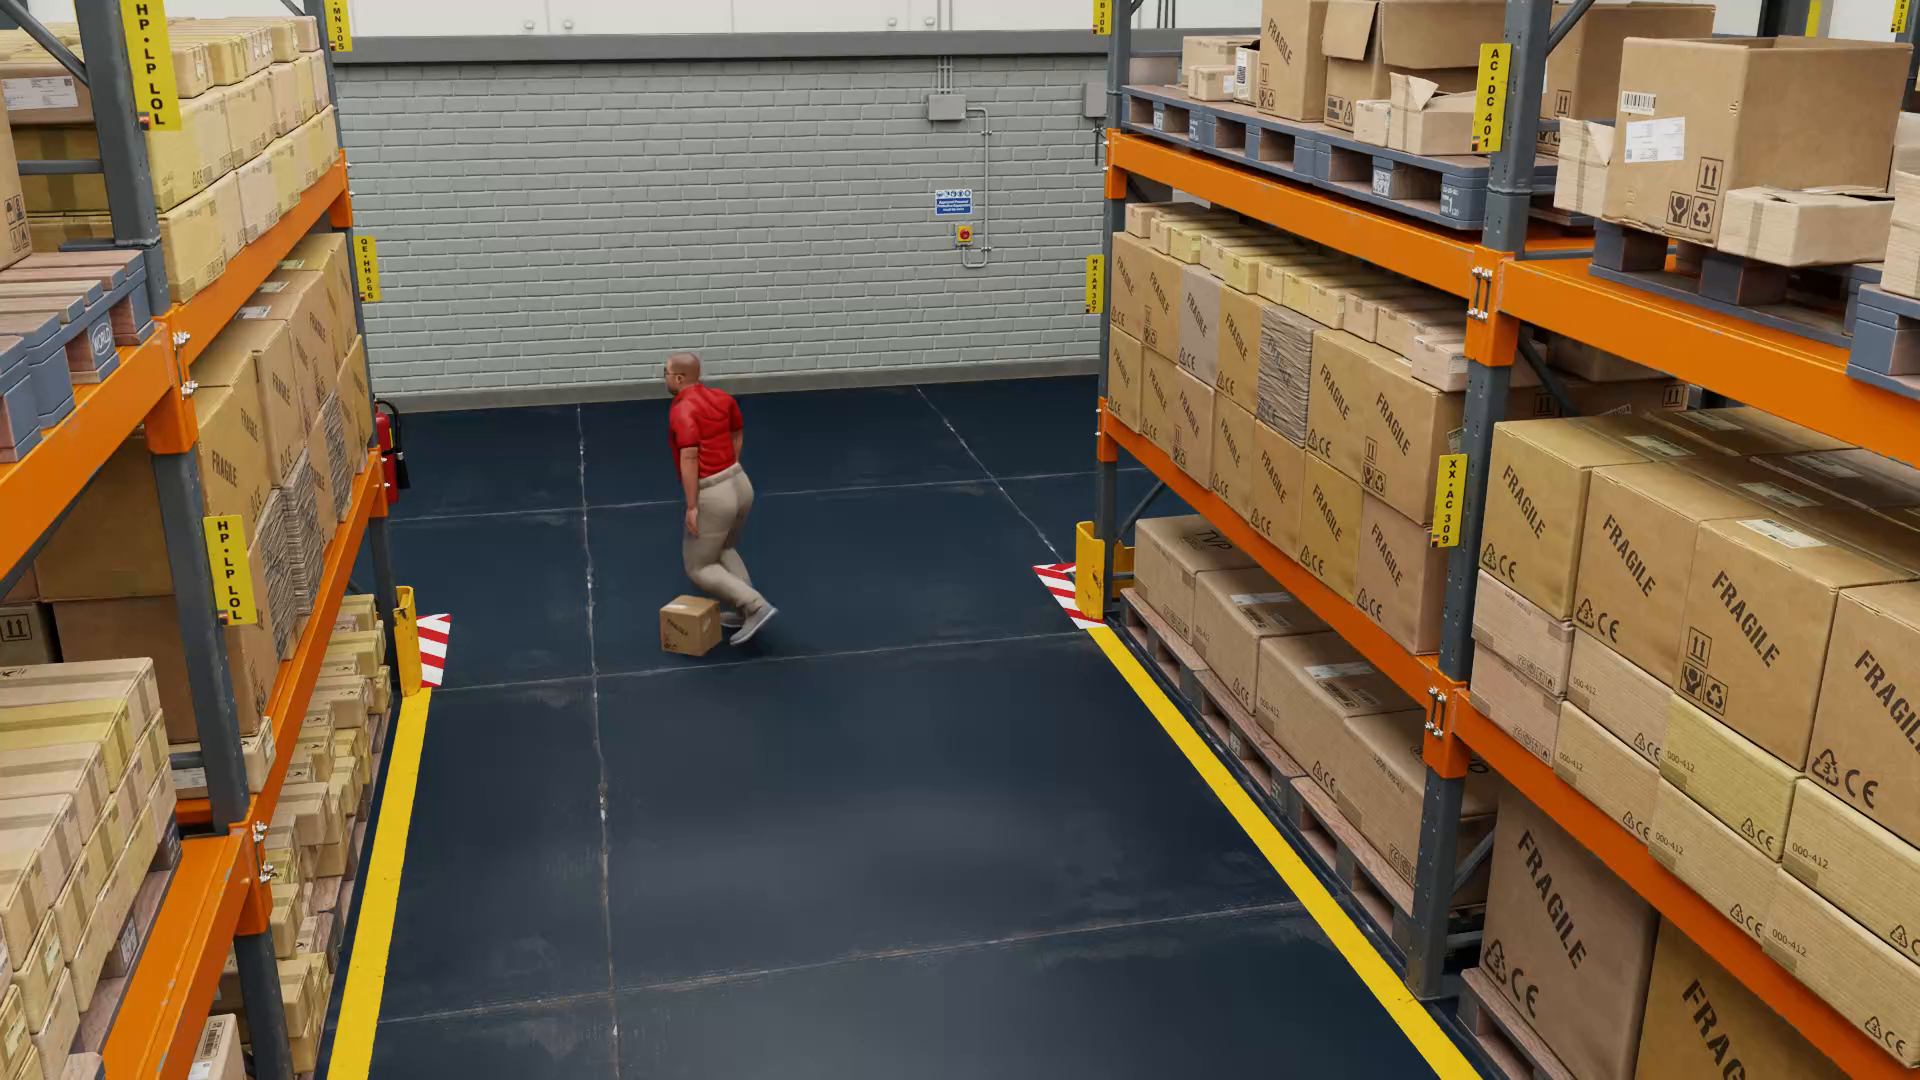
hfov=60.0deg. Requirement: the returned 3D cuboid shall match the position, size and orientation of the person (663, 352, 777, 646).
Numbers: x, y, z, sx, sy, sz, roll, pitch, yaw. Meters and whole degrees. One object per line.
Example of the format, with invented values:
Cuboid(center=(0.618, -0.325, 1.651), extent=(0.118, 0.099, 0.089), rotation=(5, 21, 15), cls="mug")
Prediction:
Cuboid(center=(-1.321, -0.233, 9.399), extent=(0.732, 1.641, 0.695), rotation=(9, 22, 25), cls="person")
